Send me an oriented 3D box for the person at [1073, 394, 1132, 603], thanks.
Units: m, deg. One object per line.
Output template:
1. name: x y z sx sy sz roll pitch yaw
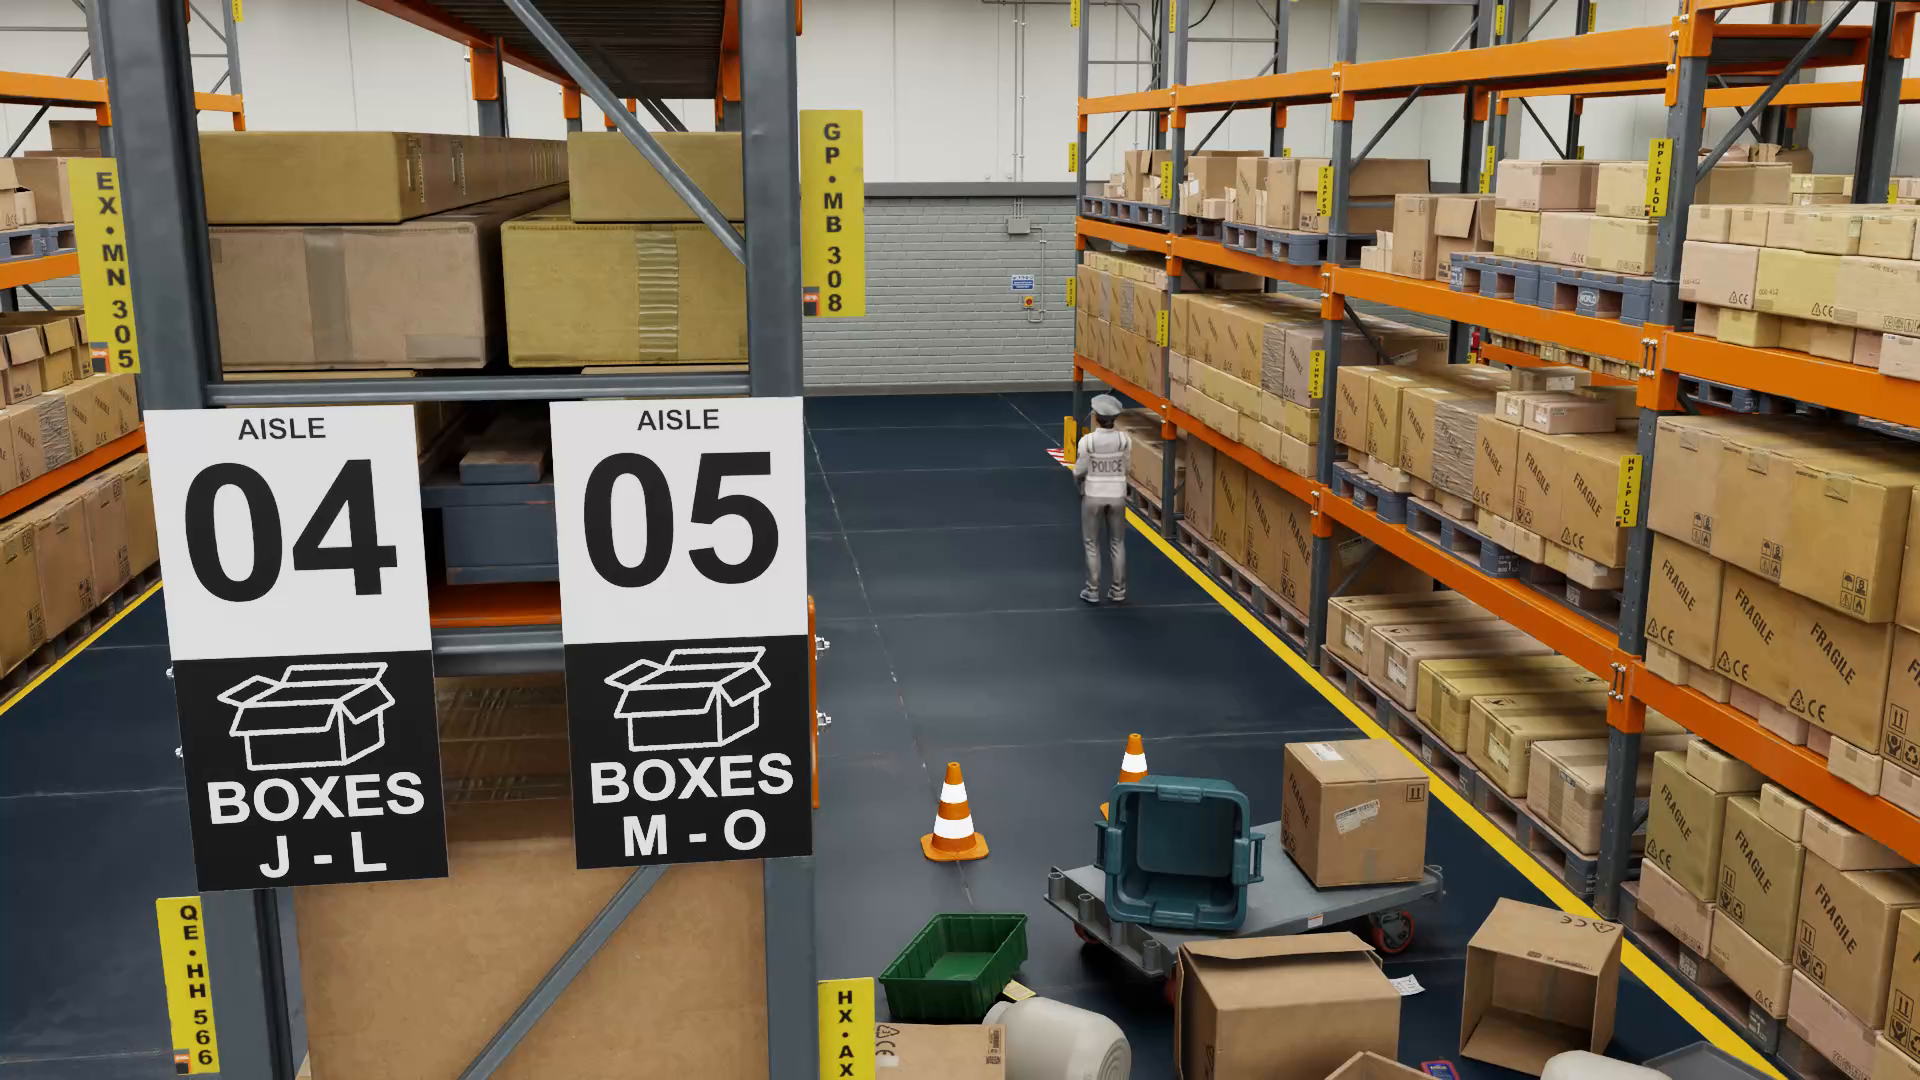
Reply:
1. person: 1.131 -0.338 13.340 0.469 1.698 0.548 -2 13 -8
